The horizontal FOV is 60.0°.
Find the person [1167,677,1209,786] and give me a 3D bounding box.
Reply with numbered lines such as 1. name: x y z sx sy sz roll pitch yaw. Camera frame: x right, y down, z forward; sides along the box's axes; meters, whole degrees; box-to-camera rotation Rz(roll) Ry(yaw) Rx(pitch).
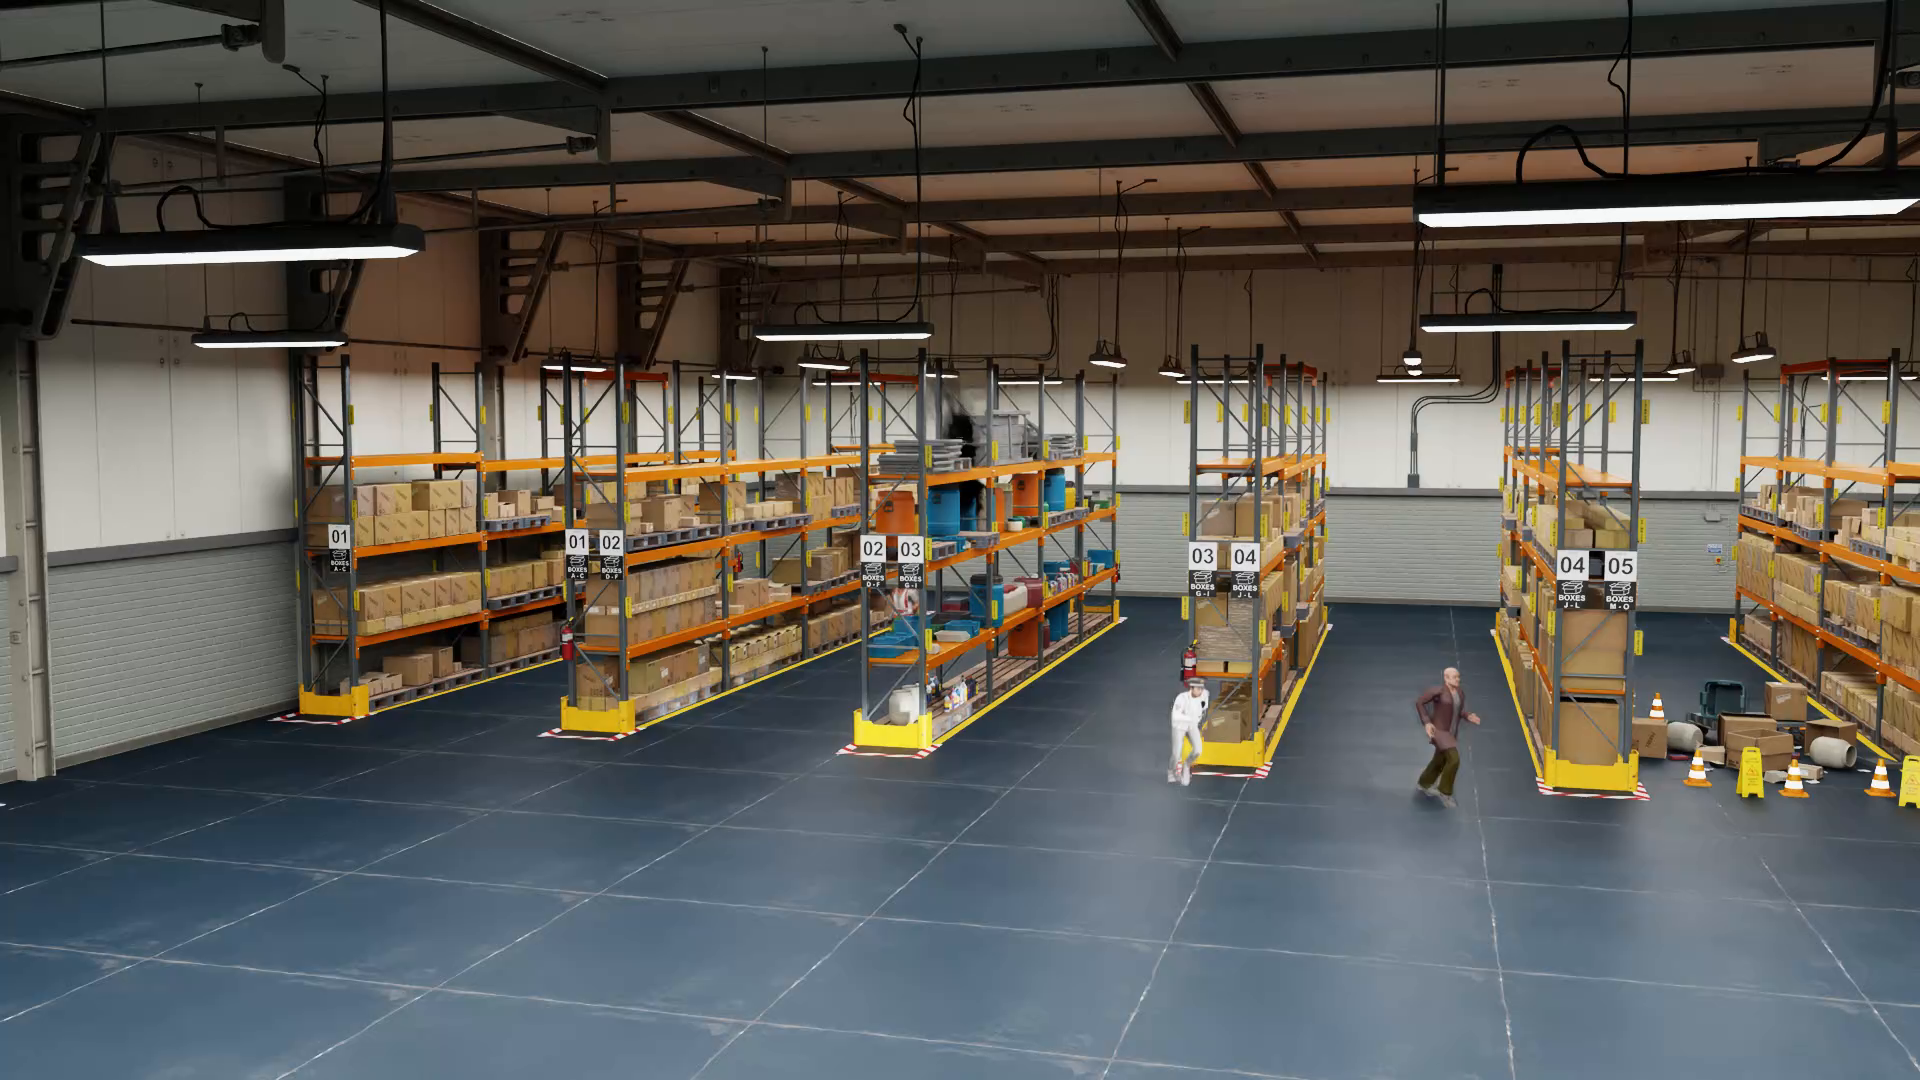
1. person: 3.080 2.562 22.372 0.647 1.518 0.899 -2 5 -21

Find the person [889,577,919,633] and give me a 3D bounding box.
1. person: -1.114 1.519 32.845 0.648 1.658 0.856 2 5 21

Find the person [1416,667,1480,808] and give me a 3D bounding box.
1. person: 6.237 2.540 21.422 0.637 1.830 0.935 -3 5 -38
